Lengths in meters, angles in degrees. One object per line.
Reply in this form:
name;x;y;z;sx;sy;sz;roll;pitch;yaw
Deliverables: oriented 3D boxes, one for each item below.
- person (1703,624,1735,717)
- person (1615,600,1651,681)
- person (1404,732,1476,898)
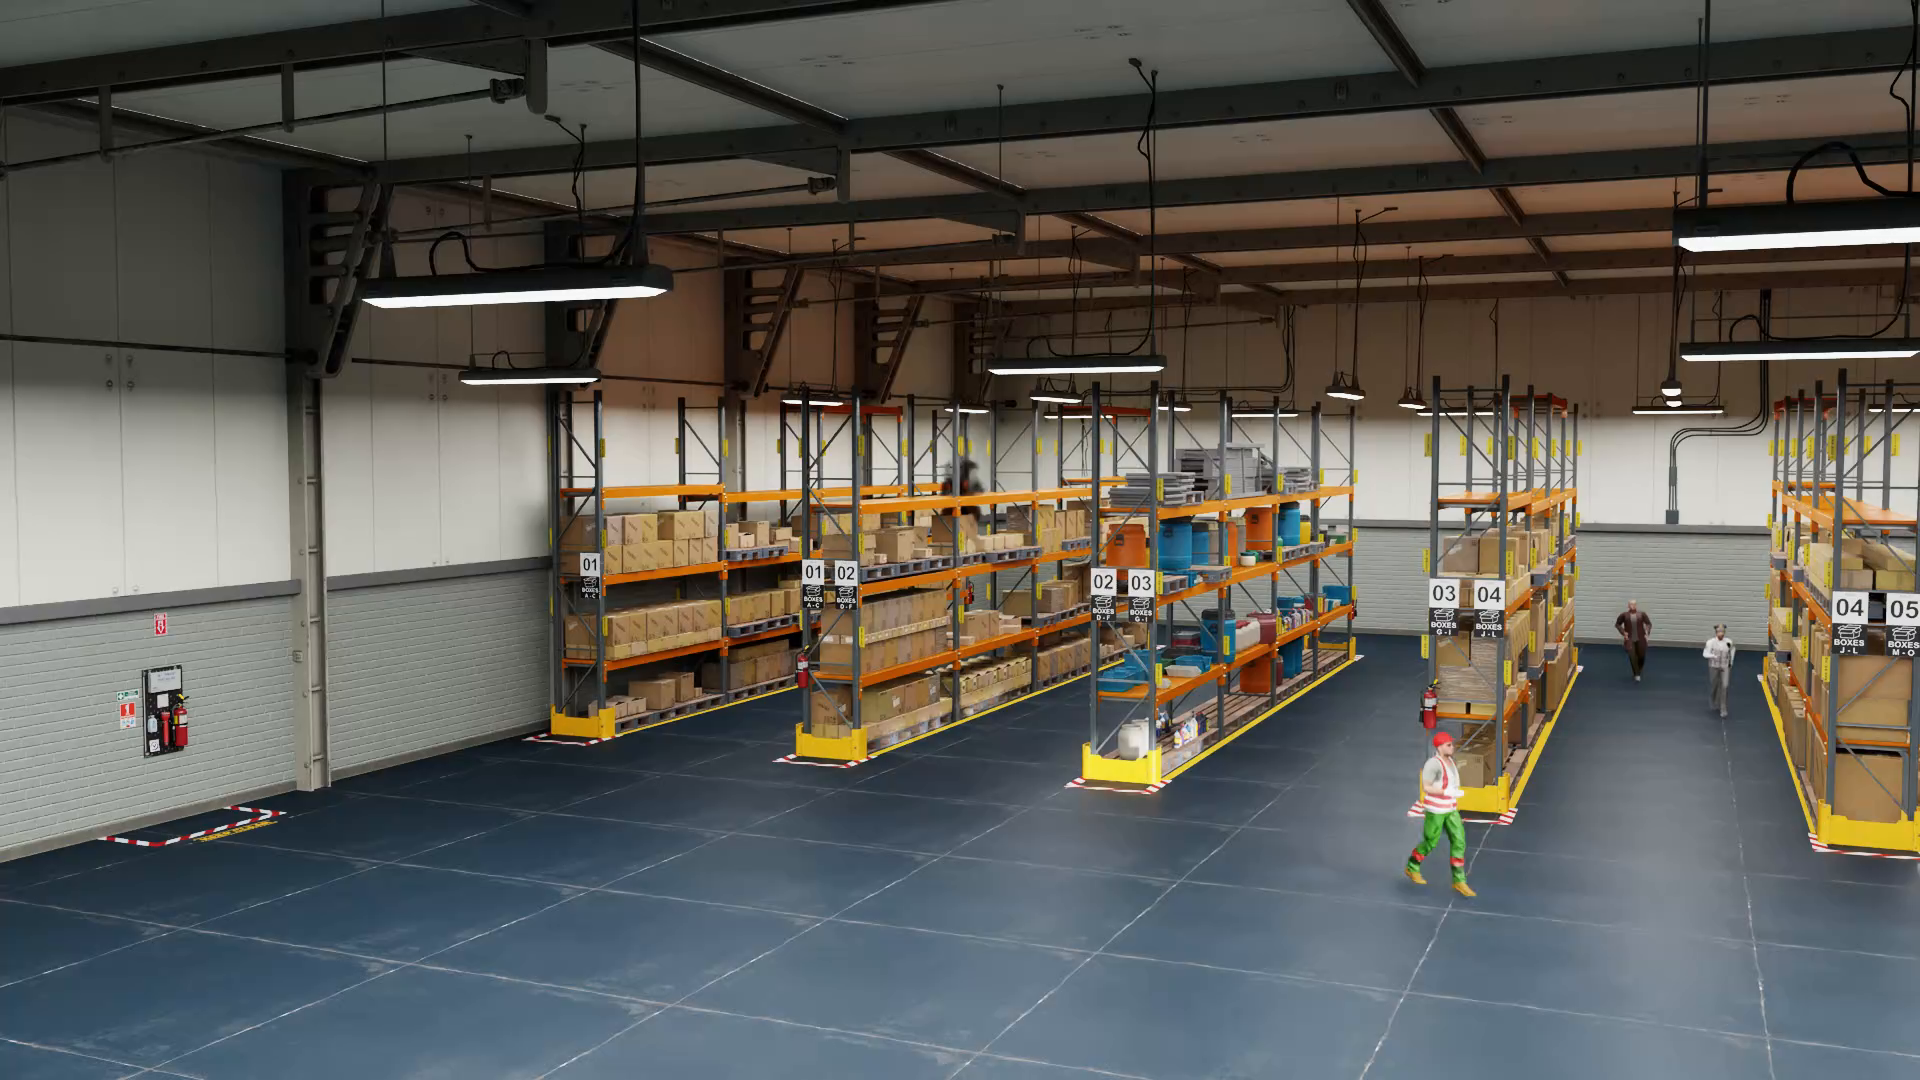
person;14.295;2.421;31.310;0.574;1.703;0.896;1;3;19
person;14.564;2.157;35.990;0.735;1.739;0.671;1;3;17
person;5.390;3.061;18.722;0.636;1.814;0.870;-2;4;-37
